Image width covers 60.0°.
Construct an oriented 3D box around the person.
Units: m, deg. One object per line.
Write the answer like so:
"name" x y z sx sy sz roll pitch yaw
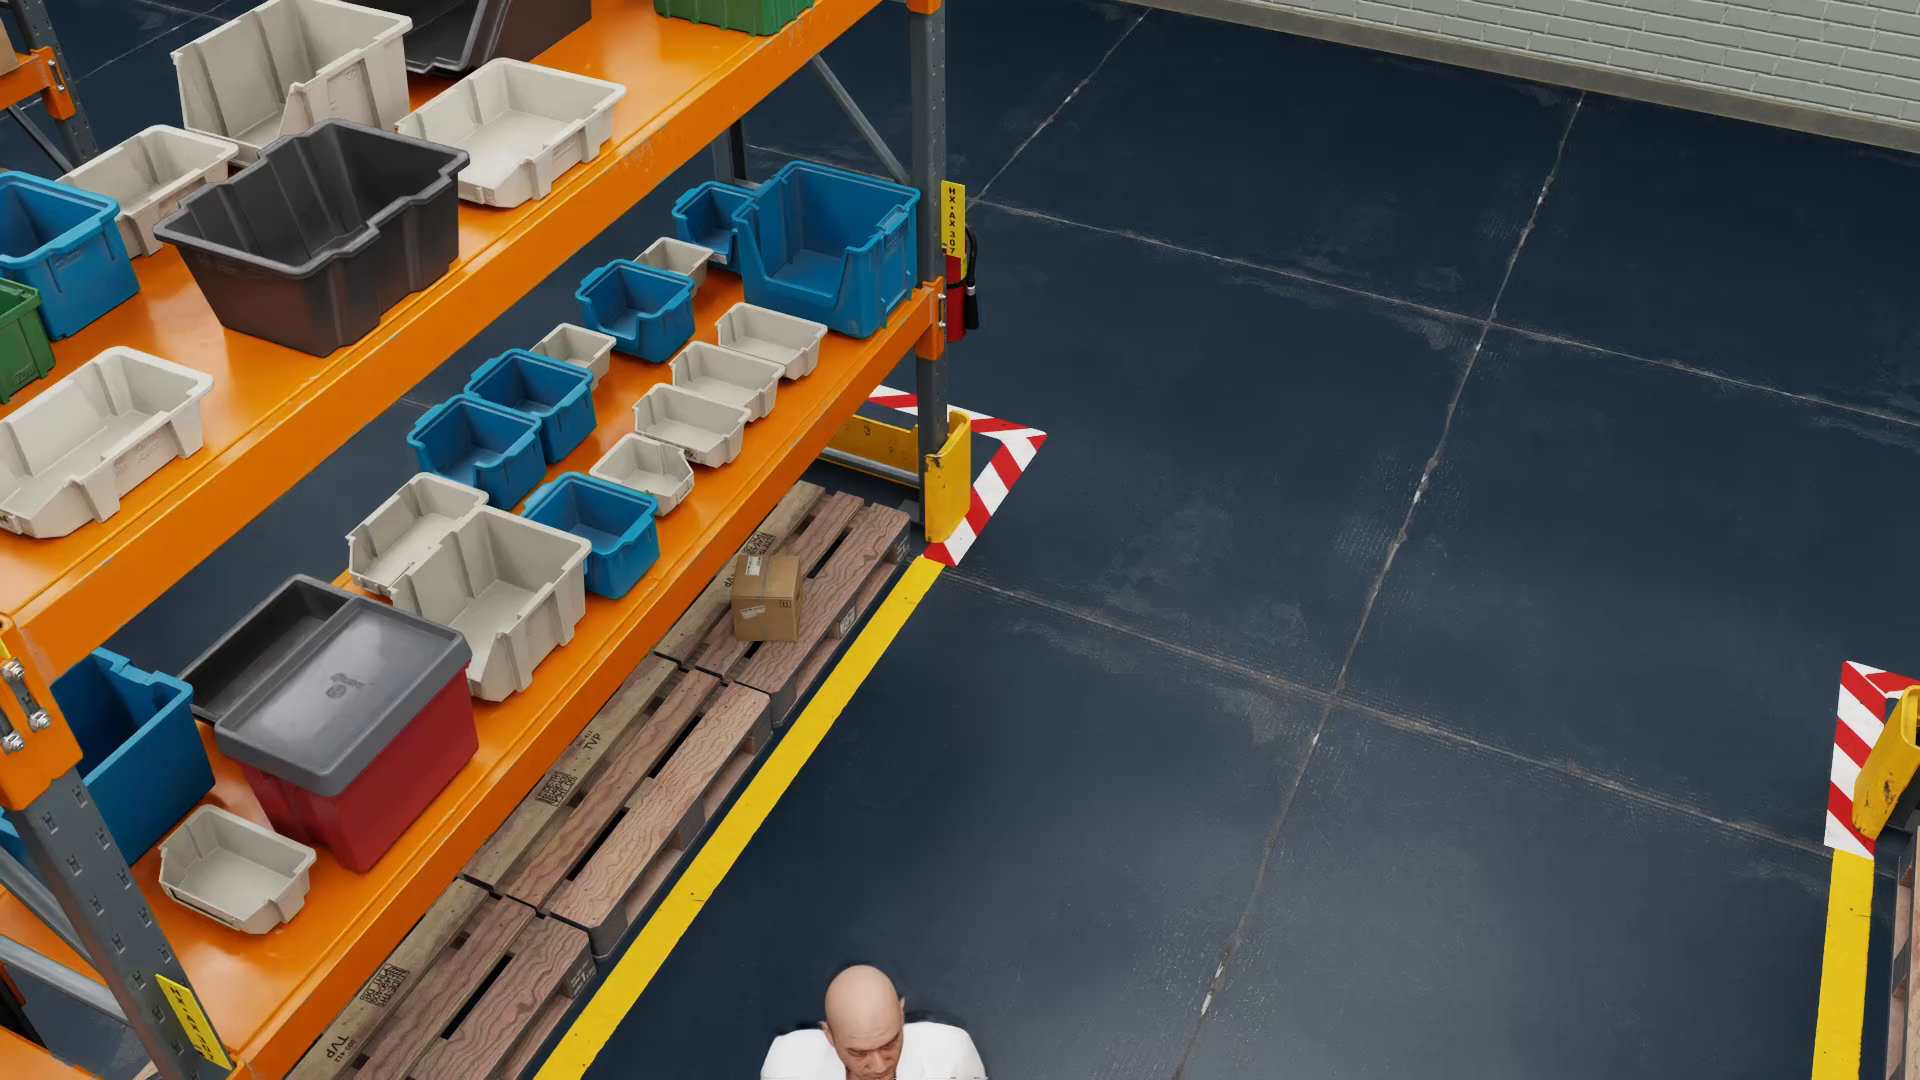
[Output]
"person" -0.203 1.702 4.254 0.627 1.843 0.570 -6 42 -6
